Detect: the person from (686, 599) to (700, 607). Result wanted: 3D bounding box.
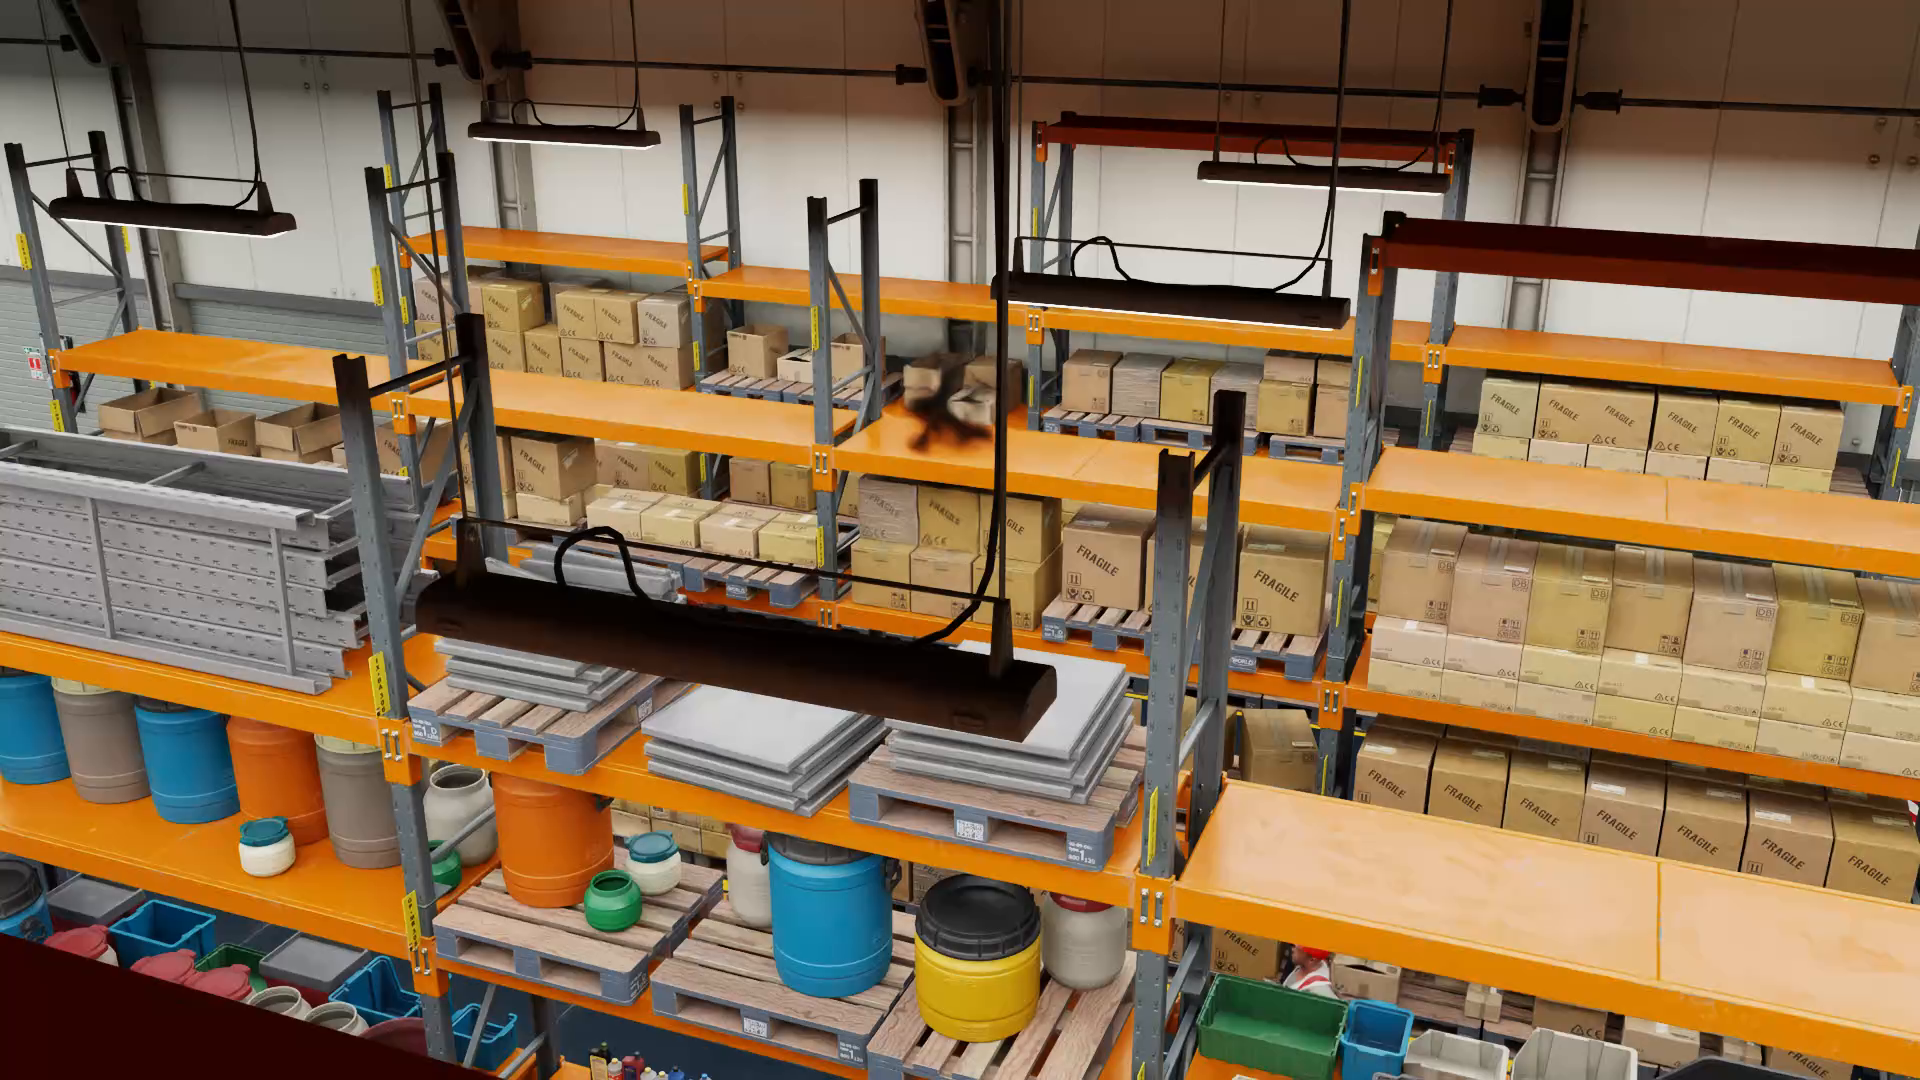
[{"bbox_3d":[-2.961,1.143,16.900,0.980,1.714,0.662,4,21,11],"label":"person"}]

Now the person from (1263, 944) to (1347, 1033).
[{"bbox_3d":[2.293,3.367,11.007,0.893,1.833,0.642,6,22,15],"label":"person"}]
